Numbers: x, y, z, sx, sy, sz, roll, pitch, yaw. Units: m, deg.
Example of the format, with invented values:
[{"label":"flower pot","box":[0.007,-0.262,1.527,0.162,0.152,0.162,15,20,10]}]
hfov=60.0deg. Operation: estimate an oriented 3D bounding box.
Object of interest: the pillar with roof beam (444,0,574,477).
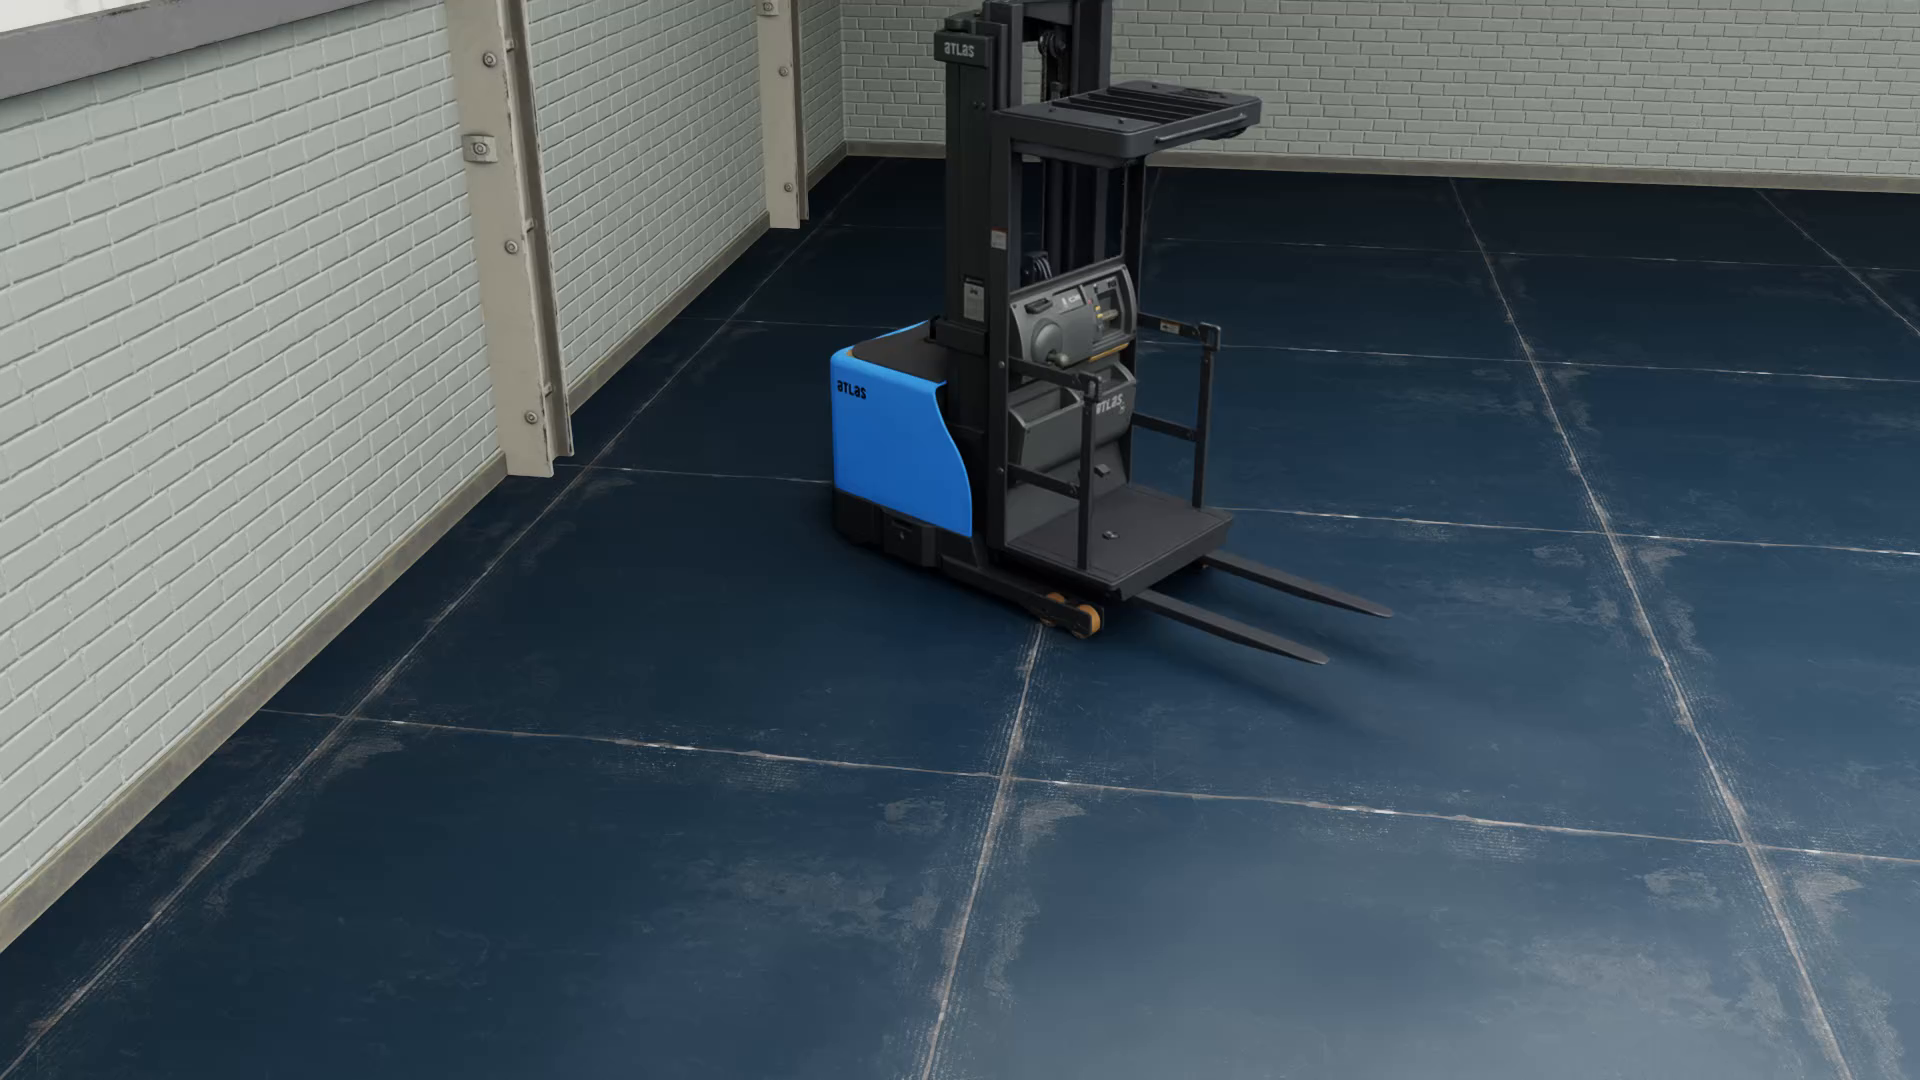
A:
[{"label":"pillar with roof beam","box":[1.650,-4.250,7.714,9.100,9.000,0.400,4,25,9]}]

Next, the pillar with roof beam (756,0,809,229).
[{"label":"pillar with roof beam","box":[2.631,-6.759,13.075,9.100,9.000,0.400,4,25,9]}]

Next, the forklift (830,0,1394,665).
[{"label":"forklift","box":[0.729,-1.093,8.128,3.031,2.935,1.130,20,32,37]}]
